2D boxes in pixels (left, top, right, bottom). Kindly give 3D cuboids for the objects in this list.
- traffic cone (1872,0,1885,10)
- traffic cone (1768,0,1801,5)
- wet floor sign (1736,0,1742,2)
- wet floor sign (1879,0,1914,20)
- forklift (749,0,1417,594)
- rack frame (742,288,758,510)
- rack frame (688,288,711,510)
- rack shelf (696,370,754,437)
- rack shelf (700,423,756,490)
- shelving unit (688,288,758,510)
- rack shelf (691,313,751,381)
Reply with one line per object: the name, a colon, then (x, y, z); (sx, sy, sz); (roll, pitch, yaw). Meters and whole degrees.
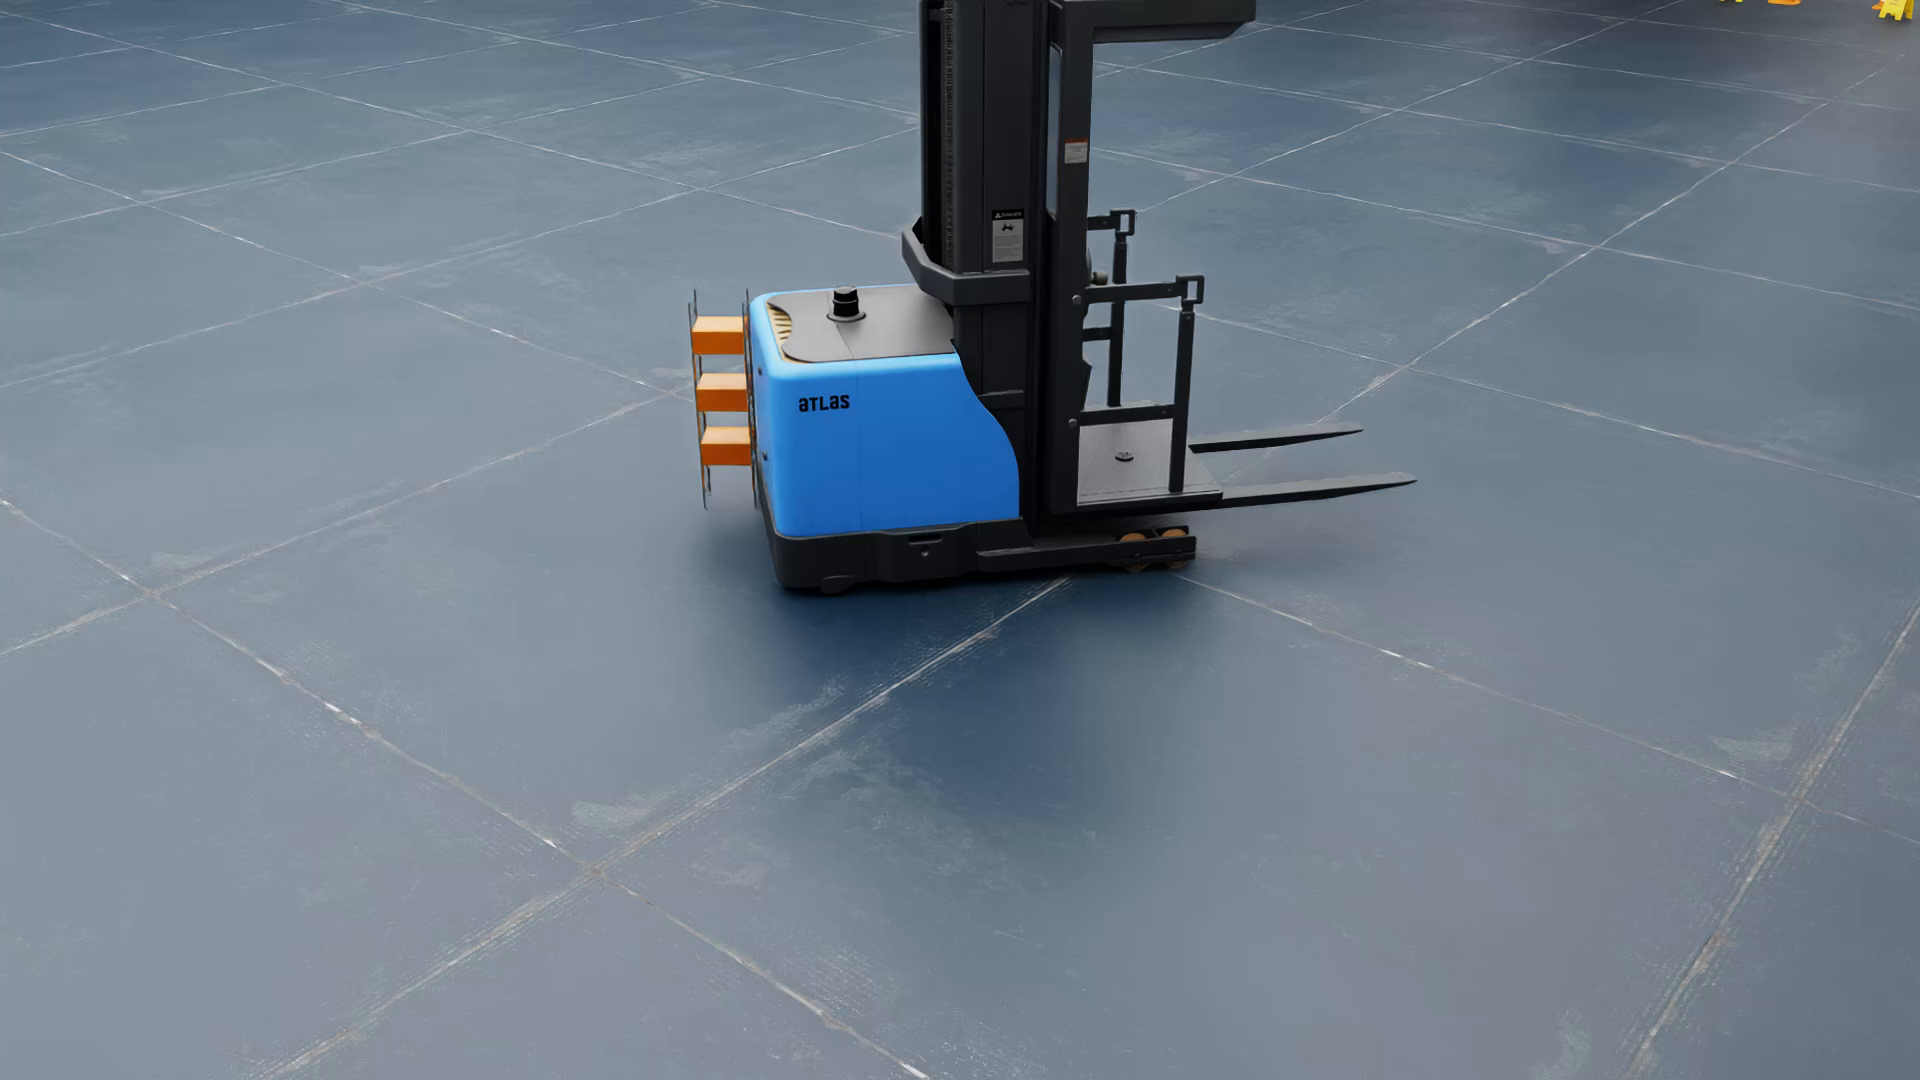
traffic cone: (11.318, -6.684, 20.166); (0.336, 0.463, 0.334); (21, 34, 34)
traffic cone: (10.246, -6.887, 20.560); (0.336, 0.463, 0.334); (21, 34, 34)
wet floor sign: (9.666, -7.057, 20.689); (0.267, 0.644, 0.232); (15, 31, 26)
wet floor sign: (11.094, -6.481, 19.575); (0.232, 0.644, 0.267); (-15, 31, -27)
forklift: (0.599, -1.396, 7.259); (3.031, 2.935, 1.130); (-5, 28, -10)
rack frame: (-0.988, -0.658, 7.880); (0.008, 1.050, 0.200); (0, 27, 0)
rack frame: (-1.232, -0.658, 7.880); (0.008, 1.050, 0.200); (0, 27, 0)
rack shelf: (-1.110, -0.649, 7.885); (0.240, 0.259, 0.215); (0, 27, 0)
rack shelf: (-1.110, -0.402, 8.013); (0.240, 0.259, 0.215); (0, 27, 0)
shelving unit: (-1.110, -0.658, 7.880); (0.252, 1.050, 0.215); (0, 27, 0)
rack shelf: (-1.110, -0.901, 7.754); (0.240, 0.259, 0.215); (0, 27, 0)
